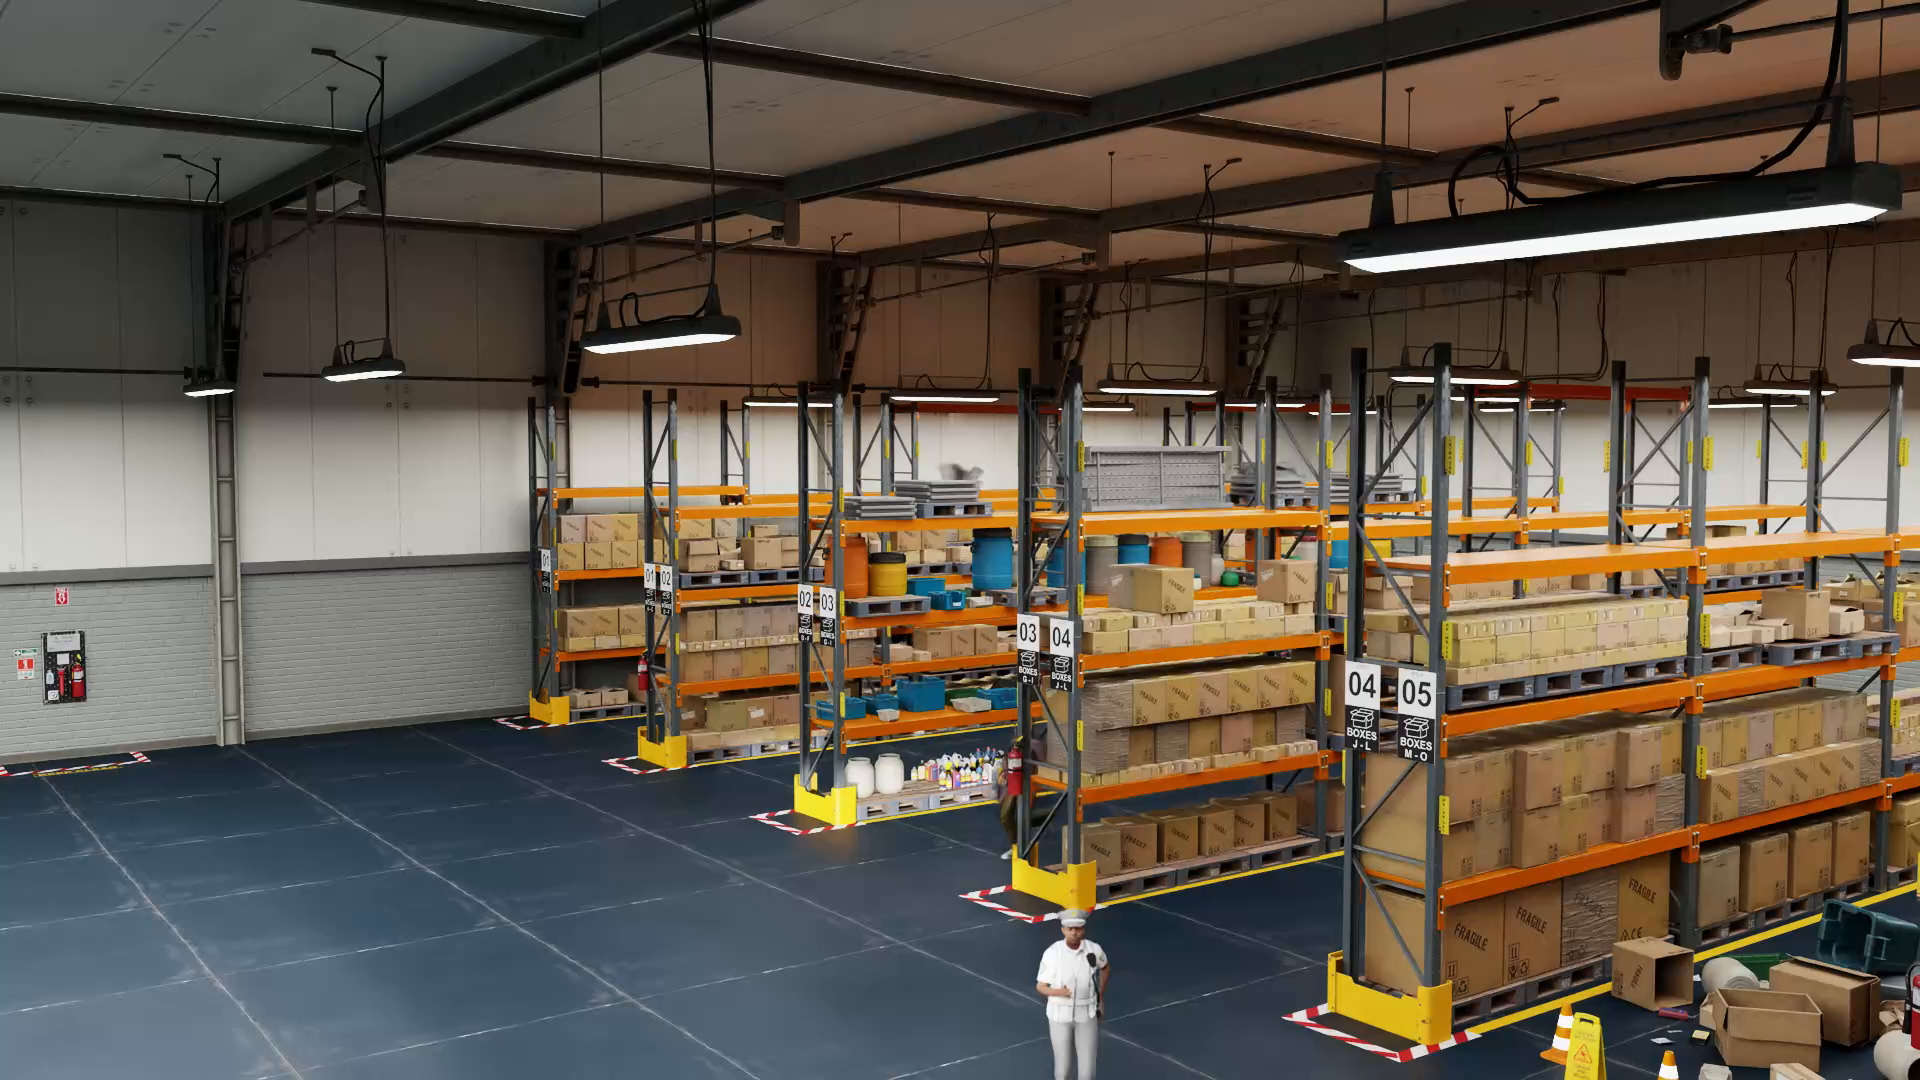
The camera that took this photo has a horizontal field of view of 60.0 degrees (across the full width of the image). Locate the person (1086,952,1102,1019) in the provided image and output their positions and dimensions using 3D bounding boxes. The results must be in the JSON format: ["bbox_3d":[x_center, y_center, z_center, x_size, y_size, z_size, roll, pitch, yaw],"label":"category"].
[{"bbox_3d":[0.988,3.289,12.238,0.121,0.515,0.194,0,3,2],"label":"person"}]

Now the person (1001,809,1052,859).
[{"bbox_3d":[0.845,3.677,20.799,0.310,0.544,0.717,3,5,42],"label":"person"}]
